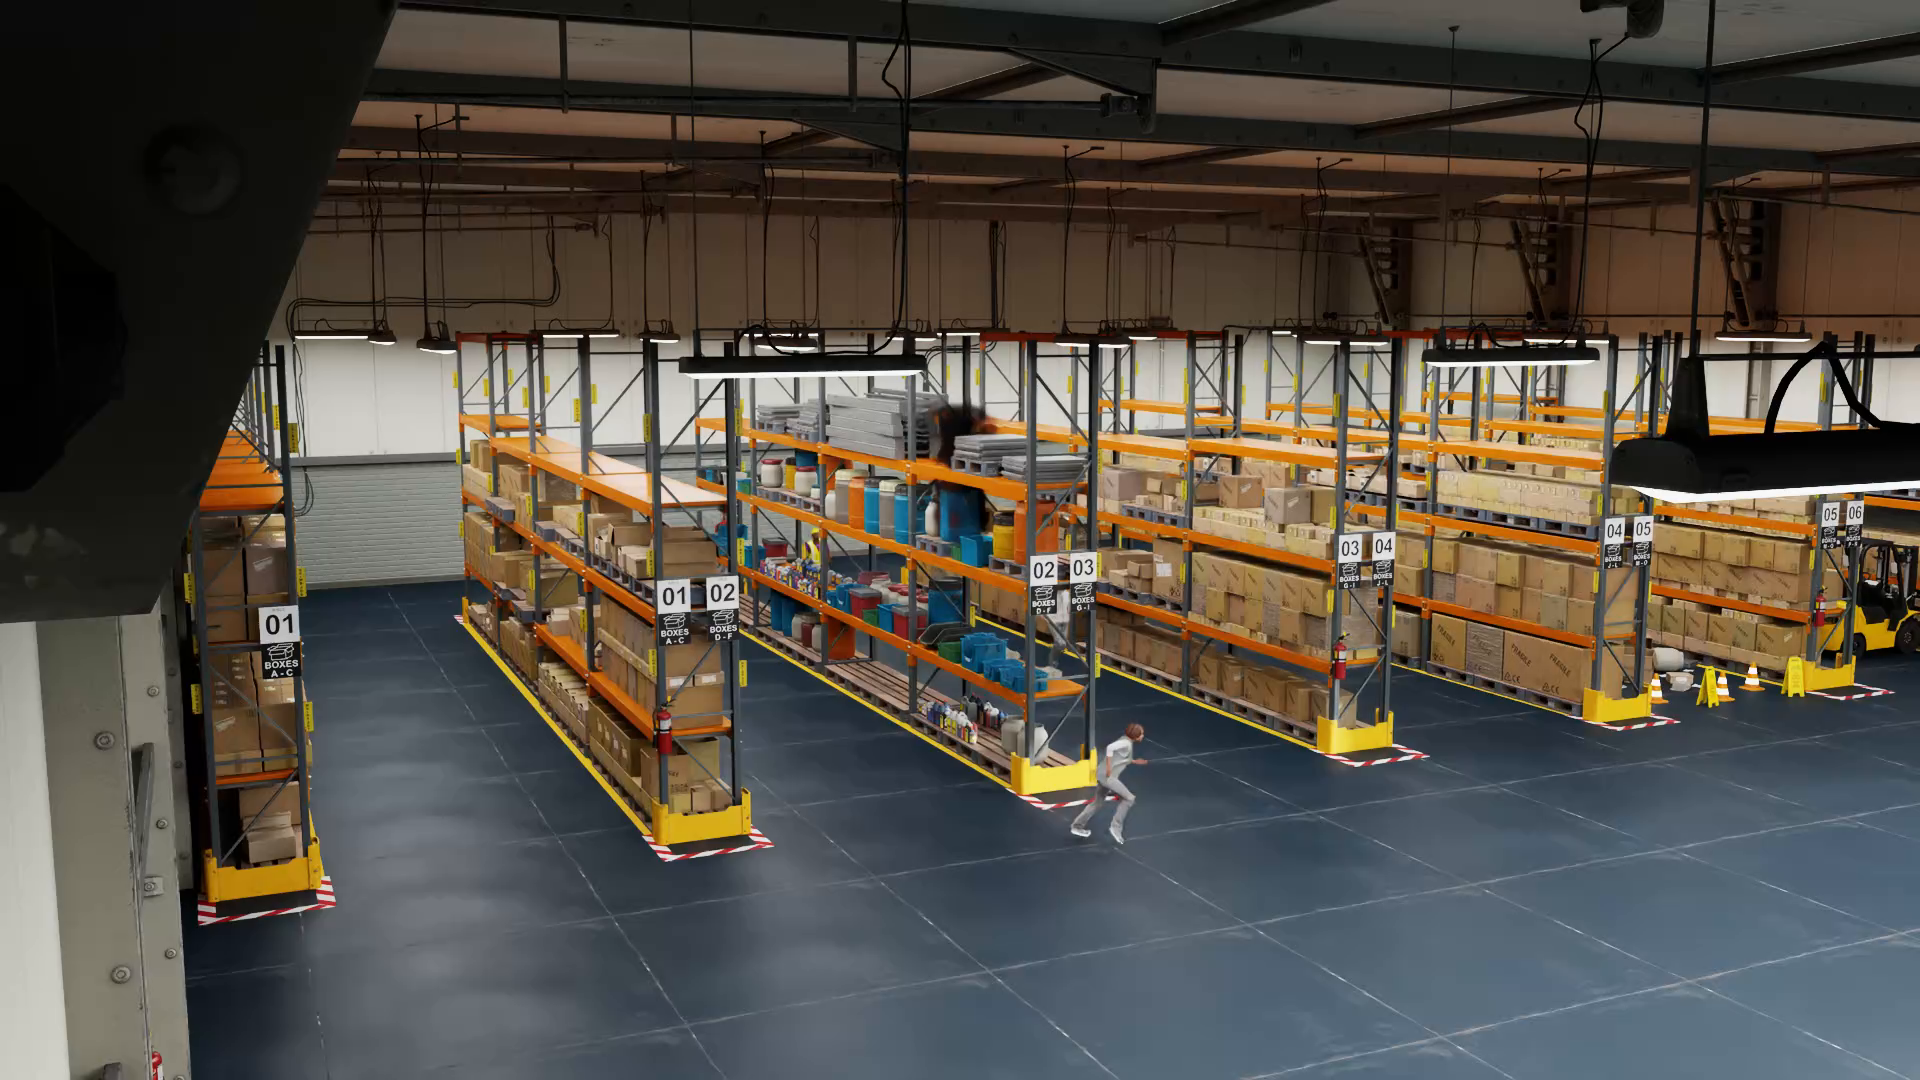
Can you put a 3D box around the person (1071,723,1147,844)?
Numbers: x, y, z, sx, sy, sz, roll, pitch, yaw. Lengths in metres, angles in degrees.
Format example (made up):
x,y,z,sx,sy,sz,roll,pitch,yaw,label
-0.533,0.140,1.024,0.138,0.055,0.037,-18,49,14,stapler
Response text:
x,y,z,sx,sy,sz,roll,pitch,yaw,label
1.792,2.939,19.974,0.906,1.495,0.575,0,8,2,person

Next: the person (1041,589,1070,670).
x,y,z,sx,sy,sz,roll,pitch,yaw,label
1.689,1.427,28.636,0.616,1.826,0.722,-5,9,-31,person

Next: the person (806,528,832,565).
x,y,z,sx,sy,sz,roll,pitch,yaw,label
-3.158,0.578,36.434,0.728,1.716,0.623,-5,9,-35,person

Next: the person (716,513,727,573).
x,y,z,sx,sy,sz,roll,pitch,yaw,label
-5.507,0.229,39.136,0.770,1.802,0.668,-1,8,-4,person

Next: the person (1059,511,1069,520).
x,y,z,sx,sy,sz,roll,pitch,yaw,label
2.480,-0.004,40.942,0.590,1.720,0.678,1,8,9,person
